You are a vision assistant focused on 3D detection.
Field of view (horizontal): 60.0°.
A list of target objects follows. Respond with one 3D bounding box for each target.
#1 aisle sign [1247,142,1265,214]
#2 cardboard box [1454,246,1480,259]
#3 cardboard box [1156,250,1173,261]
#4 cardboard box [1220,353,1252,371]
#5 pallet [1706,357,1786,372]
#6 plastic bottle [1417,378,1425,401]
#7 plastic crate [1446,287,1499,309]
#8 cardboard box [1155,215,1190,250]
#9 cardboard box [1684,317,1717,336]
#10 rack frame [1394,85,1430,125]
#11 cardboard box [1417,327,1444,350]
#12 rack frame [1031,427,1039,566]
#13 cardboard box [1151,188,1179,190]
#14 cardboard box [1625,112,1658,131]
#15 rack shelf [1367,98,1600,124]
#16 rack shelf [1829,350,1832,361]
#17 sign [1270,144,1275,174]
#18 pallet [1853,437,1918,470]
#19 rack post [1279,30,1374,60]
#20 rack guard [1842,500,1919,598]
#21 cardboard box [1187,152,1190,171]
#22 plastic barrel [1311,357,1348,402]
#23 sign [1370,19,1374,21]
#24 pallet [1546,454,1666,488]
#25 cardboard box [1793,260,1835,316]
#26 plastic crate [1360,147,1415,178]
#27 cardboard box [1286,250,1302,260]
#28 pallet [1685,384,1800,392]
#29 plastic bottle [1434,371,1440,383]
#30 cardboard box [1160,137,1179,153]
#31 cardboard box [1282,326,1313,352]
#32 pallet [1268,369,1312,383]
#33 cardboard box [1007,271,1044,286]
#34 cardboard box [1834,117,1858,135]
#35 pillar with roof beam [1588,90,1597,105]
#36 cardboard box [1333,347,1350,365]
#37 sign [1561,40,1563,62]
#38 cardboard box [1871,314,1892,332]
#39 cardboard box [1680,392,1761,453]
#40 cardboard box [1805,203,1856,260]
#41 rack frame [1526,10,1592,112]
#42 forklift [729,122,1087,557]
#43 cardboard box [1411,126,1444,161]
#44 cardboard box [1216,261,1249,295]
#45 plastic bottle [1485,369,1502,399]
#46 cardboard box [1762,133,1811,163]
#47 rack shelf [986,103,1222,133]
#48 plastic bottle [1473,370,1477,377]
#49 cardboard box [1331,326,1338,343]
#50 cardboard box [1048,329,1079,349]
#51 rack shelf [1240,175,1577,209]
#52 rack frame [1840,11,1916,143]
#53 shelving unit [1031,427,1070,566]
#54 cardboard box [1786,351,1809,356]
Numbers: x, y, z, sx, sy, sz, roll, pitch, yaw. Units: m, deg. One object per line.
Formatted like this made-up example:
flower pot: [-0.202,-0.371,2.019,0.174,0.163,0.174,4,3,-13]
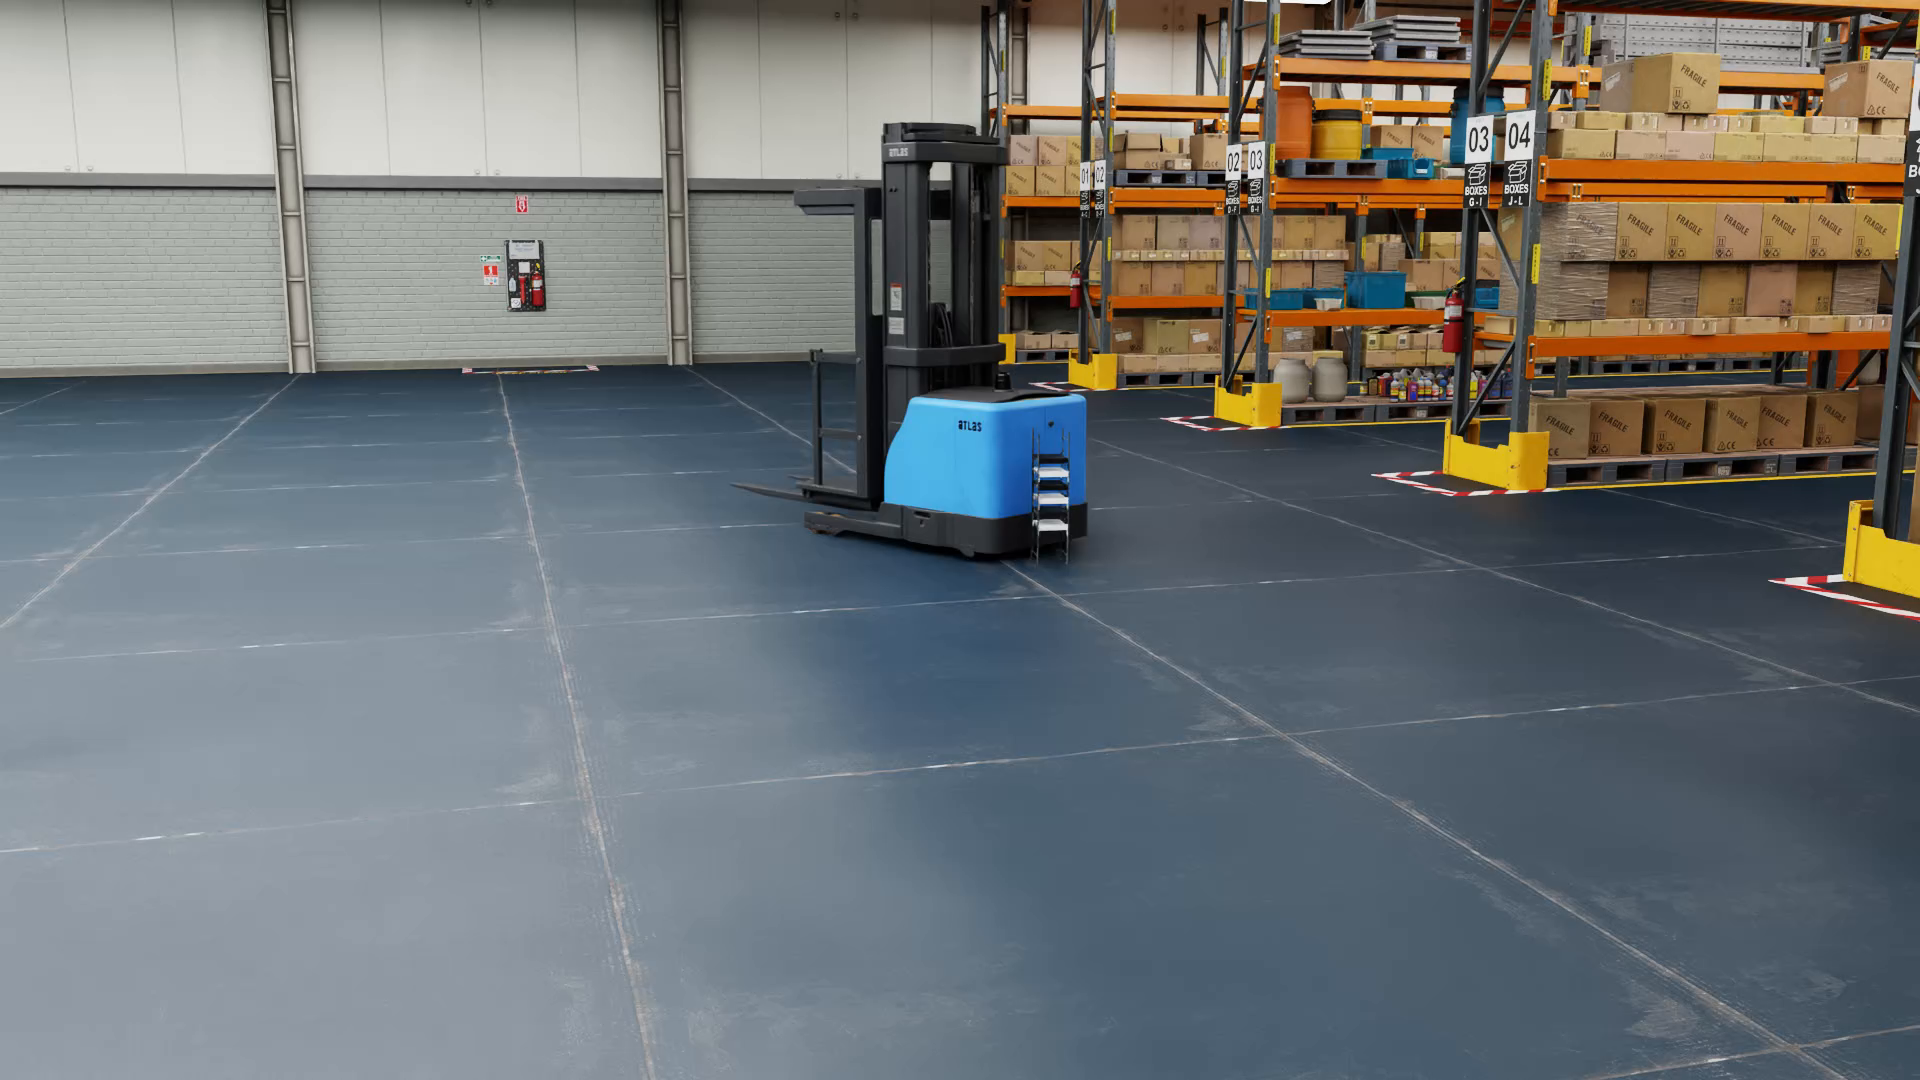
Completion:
aisle sign: [3.344,-4.090,18.796,0.004,0.787,0.394,-3,11,-16]
cardboard box: [9.286,-5.203,30.872,0.500,0.500,0.500,-3,11,-14]
cardboard box: [2.880,-4.104,23.986,0.250,0.149,0.380,-3,11,-16]
cardboard box: [3.968,-2.645,24.566,0.500,0.250,0.500,-3,11,-16]
pallet: [12.701,-2.915,27.298,1.213,0.211,1.003,-3,11,-16]
plastic bottle: [5.488,-1.795,19.834,0.097,0.271,0.097,0,10,0]
plastic crate: [6.185,-2.892,19.881,0.616,0.251,0.499,-3,11,-16]
cardboard box: [2.956,-4.466,24.161,0.500,0.500,0.700,-3,11,-17]
cardboard box: [6.523,-1.913,14.848,0.250,0.149,0.380,-3,11,-16]
rack frame: [8.243,-7.943,30.339,0.127,3.000,1.000,-3,11,-16]
cardboard box: [7.236,-3.088,25.421,0.500,0.311,0.500,-3,11,-18]
rack frame: [0.504,-0.293,11.152,0.006,0.900,0.240,-1,11,-8]
cardboard box: [3.497,-6.233,29.001,0.500,0.500,0.500,-4,11,-21]
cardboard box: [5.810,-3.608,14.388,0.250,0.149,0.380,-3,11,-14]
rack shelf: [7.711,-6.431,25.214,4.000,0.370,1.077,-3,11,-16]
rack shelf: [10.476,-1.955,16.366,4.000,0.370,1.077,-3,11,-16]
sign: [3.480,-4.249,18.535,0.005,0.325,0.100,-3,11,-16]
pallet: [9.303,-0.875,16.219,1.213,0.211,1.003,-3,11,-16]
rack post: [4.092,-5.586,18.918,0.954,0.300,0.937,-2,11,-10]
rack guard: [5.981,0.093,10.160,0.348,0.500,1.175,-3,11,-16]
cardboard box: [3.516,-5.566,24.411,0.500,0.311,0.500,-2,11,-9]
plastic barrel: [4.423,-1.921,19.906,0.421,0.512,0.421,0,10,0]
sign: [5.922,-7.319,23.933,0.005,0.325,0.100,-3,11,-16]
pallet: [5.578,-0.672,15.115,1.213,0.211,1.003,-3,11,-16]
cardboard box: [7.617,-2.371,15.545,0.500,0.500,0.875,-3,11,-16]
plastic crate: [5.078,-4.482,19.867,0.575,0.384,0.392,-3,11,-16]
cardboard box: [4.849,-4.207,24.548,0.250,0.149,0.380,-3,11,-16]
pallet: [10.257,-1.867,21.603,1.213,0.211,1.003,-3,11,-16]
plastic bottle: [5.929,-1.969,20.746,0.133,0.283,0.061,-3,11,-13]
cardboard box: [3.471,-6.714,28.855,0.500,0.500,0.500,-2,11,-13]
cardboard box: [4.923,-3.068,24.789,0.500,0.500,0.500,-3,11,-16]
pallet: [5.015,-2.525,25.180,1.213,0.211,1.003,-3,11,-16]
cardboard box: [1.119,-4.494,28.529,0.500,0.250,0.500,-3,11,-18]
cardboard box: [7.826,-3.713,14.957,0.250,0.149,0.380,-4,11,-19]
pillar with roof beam: [13.717,-7.583,28.383,0.548,9.000,9.100,-3,11,-16]
cardboard box: [6.108,-2.855,25.705,0.500,0.250,0.500,-3,11,-16]
sign: [9.470,-7.674,26.080,0.005,0.325,0.100,-3,11,-16]
cardboard box: [8.432,-2.022,15.437,0.250,0.149,0.380,-3,11,-16]
cardboard box: [7.039,-1.096,15.457,0.500,0.500,0.500,-4,11,-21]
cardboard box: [7.721,-2.798,15.102,0.500,0.500,0.500,-3,11,-16]
rack frame: [7.171,-6.019,19.885,0.127,3.000,1.000,-3,11,-16]
forklift: [-0.514,-1.526,12.243,3.031,2.935,1.130,10,14,42]
cardboard box: [6.934,-5.963,25.053,0.500,0.500,0.500,-2,11,-10]
cardboard box: [3.887,-3.876,24.542,0.500,0.500,0.700,-3,11,-14]
plastic bottle: [6.449,-1.889,20.126,0.185,0.351,0.144,-4,11,-19]
cardboard box: [7.199,-3.489,14.842,0.500,0.250,0.500,-3,11,-16]
rack shelf: [2.482,-7.284,28.755,4.000,0.370,1.077,-3,11,-16]
plastic bottle: [6.321,-1.988,20.662,0.185,0.351,0.144,-3,11,-16]
cardboard box: [6.570,-3.898,30.627,0.500,0.500,0.700,-3,11,-16]
cardboard box: [1.799,-3.530,29.149,0.500,0.311,0.500,-2,11,-11]
rack shelf: [5.251,-4.088,19.672,4.000,0.370,1.077,-3,11,-16]
rack frame: [8.556,-5.158,15.208,0.127,3.000,1.000,-3,11,-16]
shelving unit: [0.605,-0.295,11.165,0.210,0.900,0.258,-1,11,-8]
cardboard box: [13.935,-3.212,27.420,0.500,0.311,0.500,-3,11,-16]
